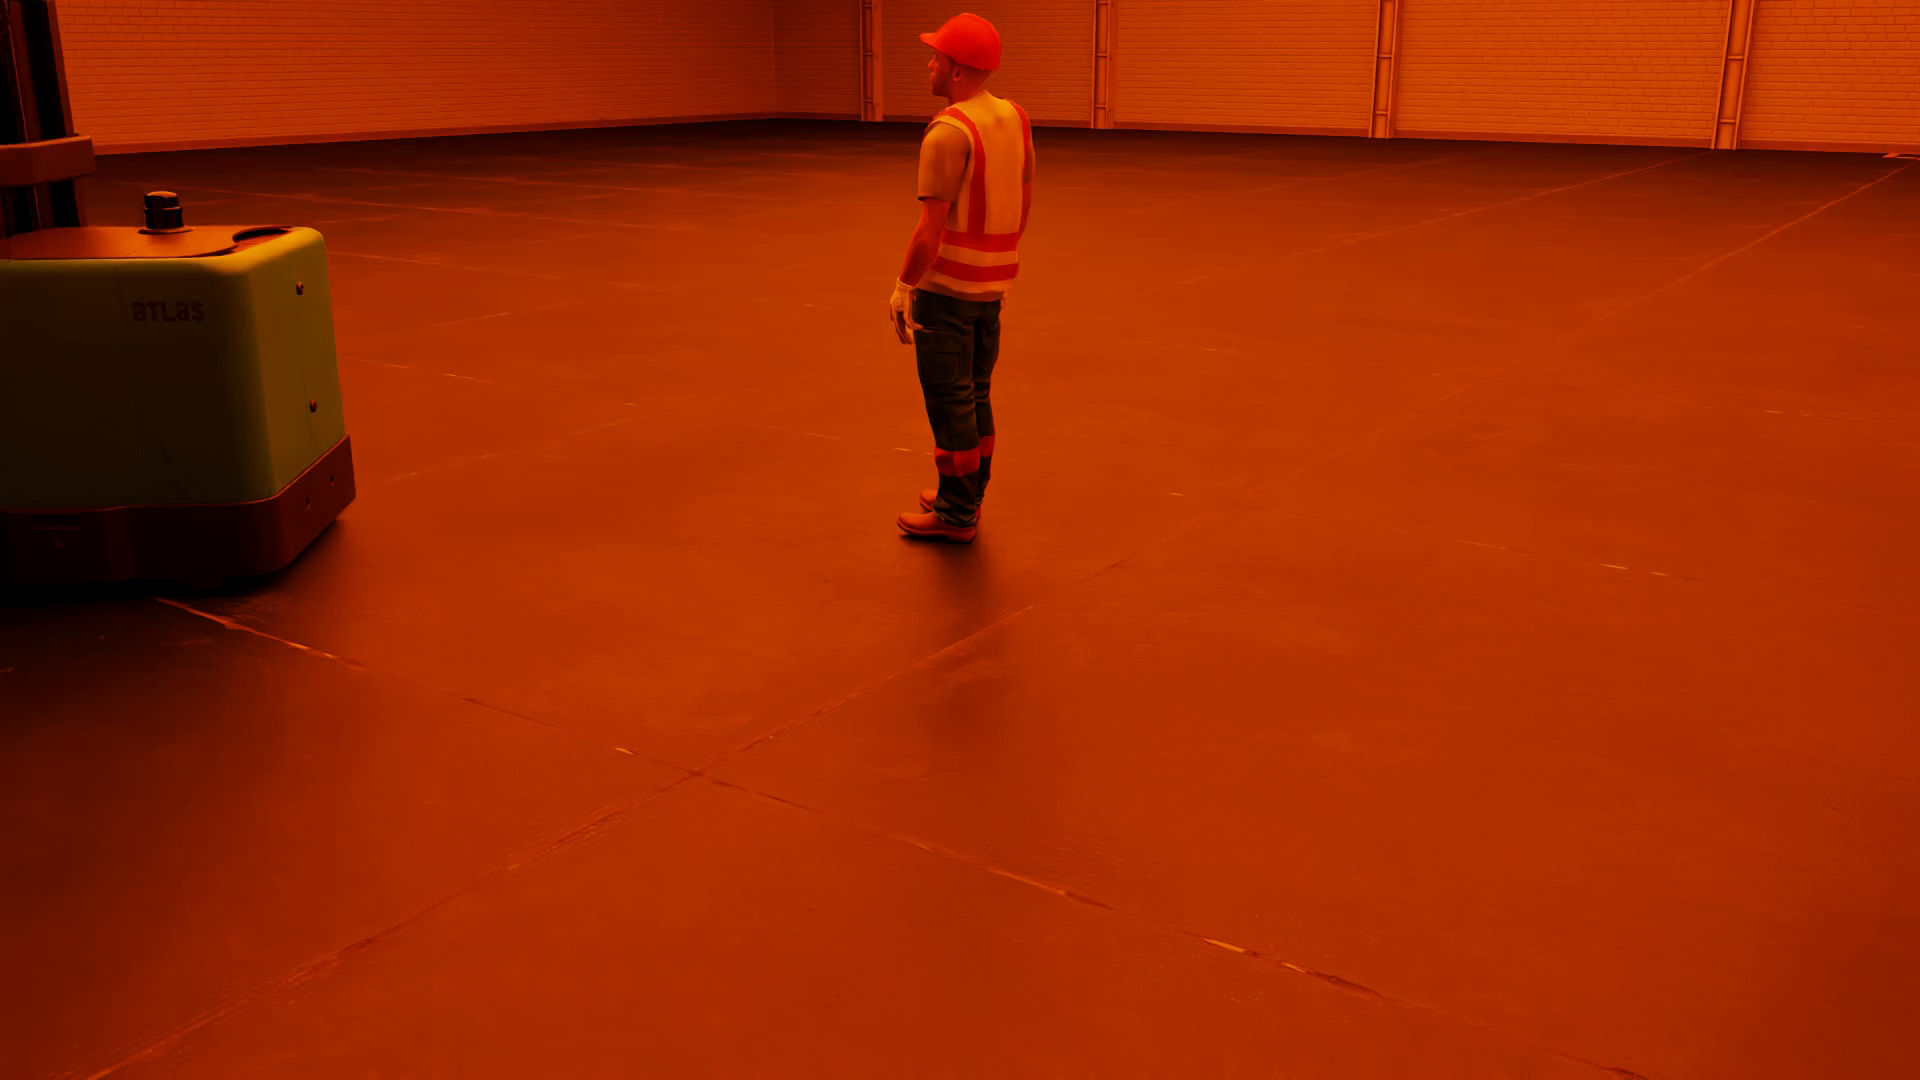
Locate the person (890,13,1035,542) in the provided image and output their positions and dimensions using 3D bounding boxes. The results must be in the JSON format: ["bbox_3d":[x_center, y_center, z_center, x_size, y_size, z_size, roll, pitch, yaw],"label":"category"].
[{"bbox_3d":[-0.060,-0.880,5.744,0.562,1.790,0.637,11,20,33],"label":"person"}]

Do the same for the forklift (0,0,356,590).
[{"bbox_3d":[-3.735,-1.335,5.298,3.031,2.935,1.130,-1,17,-5],"label":"forklift"}]
